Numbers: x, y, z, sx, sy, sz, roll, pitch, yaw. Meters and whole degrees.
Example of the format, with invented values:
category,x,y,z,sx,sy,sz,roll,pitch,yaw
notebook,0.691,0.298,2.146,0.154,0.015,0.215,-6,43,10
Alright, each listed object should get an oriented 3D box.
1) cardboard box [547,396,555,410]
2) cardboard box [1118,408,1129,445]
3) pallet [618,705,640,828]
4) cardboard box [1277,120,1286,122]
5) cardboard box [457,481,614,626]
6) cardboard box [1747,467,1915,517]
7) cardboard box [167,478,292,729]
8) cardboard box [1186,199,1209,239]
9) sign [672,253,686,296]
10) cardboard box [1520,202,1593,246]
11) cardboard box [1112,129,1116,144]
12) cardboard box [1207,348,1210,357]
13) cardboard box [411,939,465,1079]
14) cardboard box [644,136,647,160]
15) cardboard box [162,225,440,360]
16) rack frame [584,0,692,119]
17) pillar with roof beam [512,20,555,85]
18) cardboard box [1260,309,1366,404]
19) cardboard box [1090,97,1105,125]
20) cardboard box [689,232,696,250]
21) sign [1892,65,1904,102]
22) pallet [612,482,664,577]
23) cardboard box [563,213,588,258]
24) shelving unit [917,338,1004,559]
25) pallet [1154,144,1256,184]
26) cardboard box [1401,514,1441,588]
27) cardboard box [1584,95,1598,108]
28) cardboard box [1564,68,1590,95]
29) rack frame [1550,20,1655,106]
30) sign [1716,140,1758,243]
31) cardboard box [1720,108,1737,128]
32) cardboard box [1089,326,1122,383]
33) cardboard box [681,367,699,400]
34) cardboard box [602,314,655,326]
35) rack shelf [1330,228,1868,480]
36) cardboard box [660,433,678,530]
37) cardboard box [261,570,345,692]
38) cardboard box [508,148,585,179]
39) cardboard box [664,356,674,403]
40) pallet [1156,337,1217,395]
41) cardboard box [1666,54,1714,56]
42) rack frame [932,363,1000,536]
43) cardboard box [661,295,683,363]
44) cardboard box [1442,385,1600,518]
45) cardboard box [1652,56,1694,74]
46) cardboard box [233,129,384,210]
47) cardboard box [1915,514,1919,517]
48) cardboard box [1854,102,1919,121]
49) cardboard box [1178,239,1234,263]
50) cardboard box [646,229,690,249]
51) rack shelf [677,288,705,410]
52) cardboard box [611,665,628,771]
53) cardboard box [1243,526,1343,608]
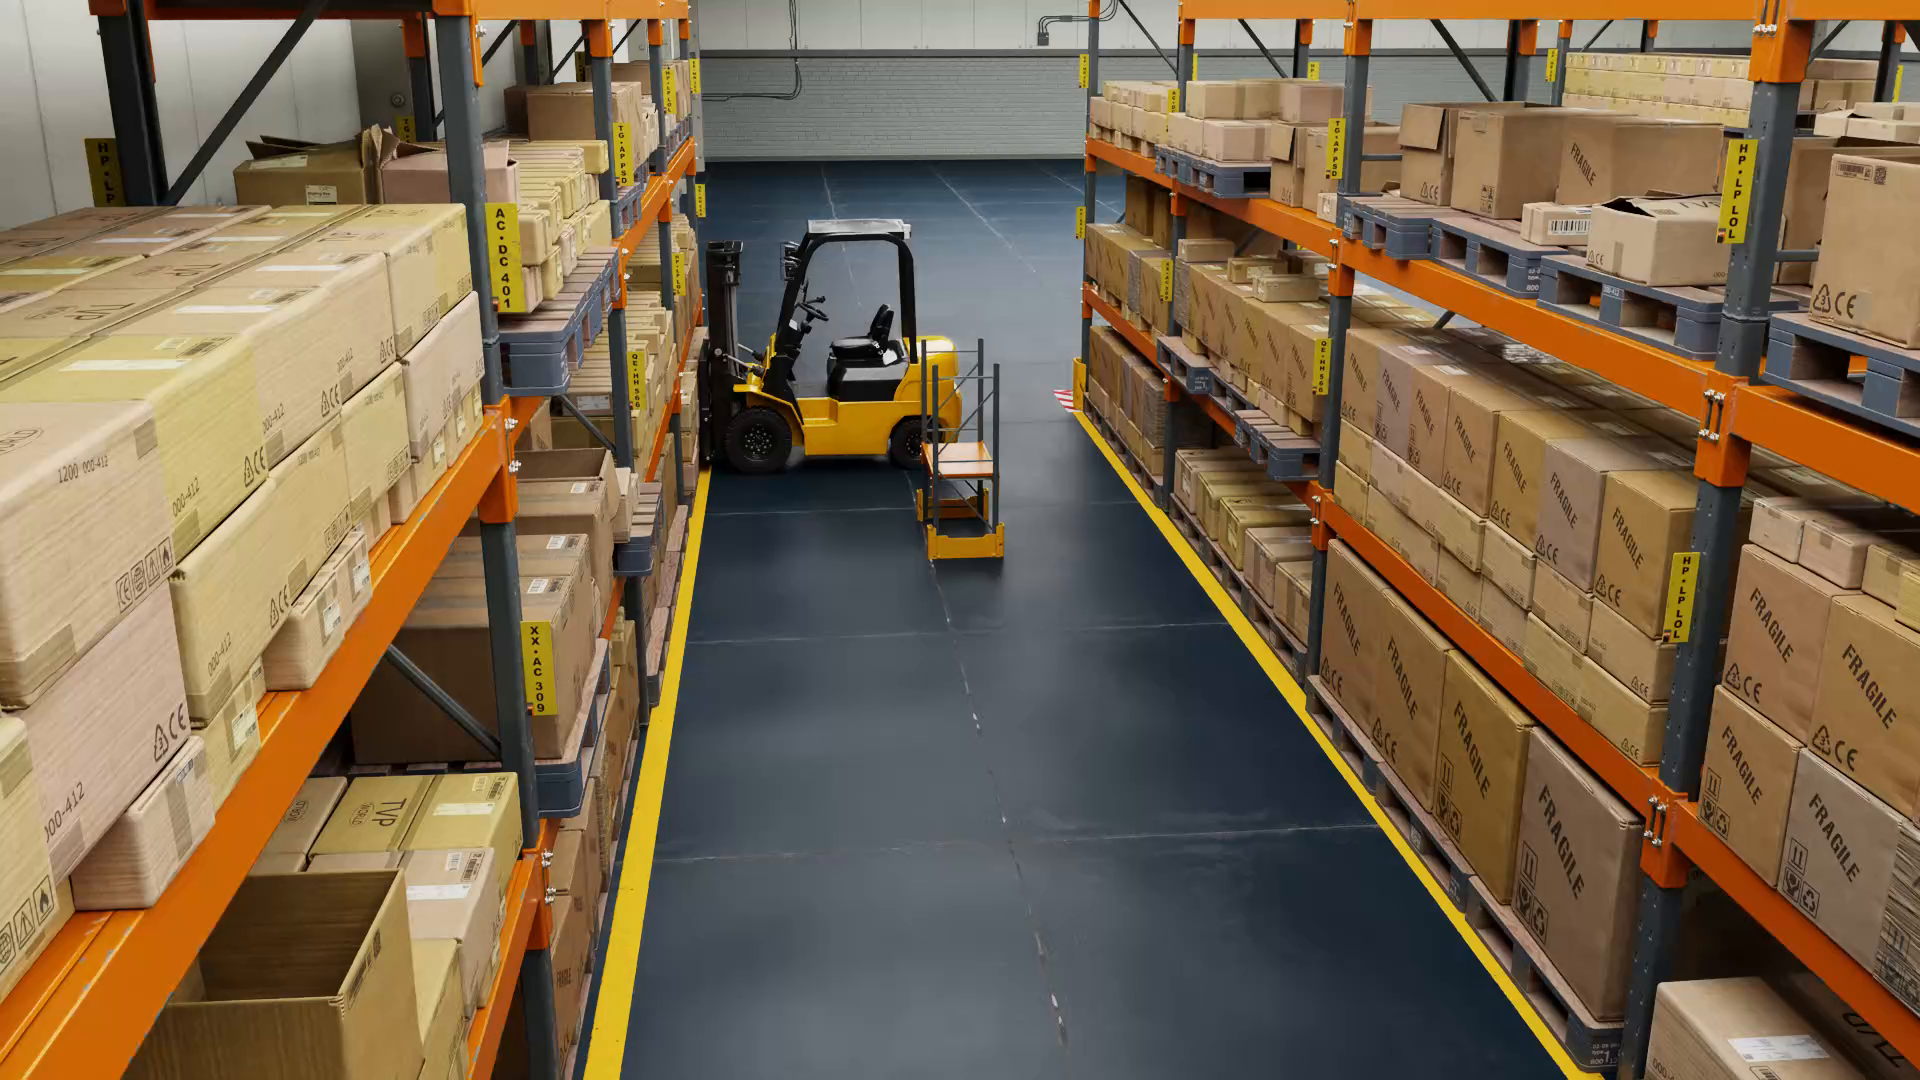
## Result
category,x,y,z,sx,sy,sz,roll,pitch,yaw
cardboard box,-2.699,-0.787,10.092,0.500,0.250,0.500,-2,18,-5
cardboard box,1.761,-1.055,15.420,0.500,0.250,0.500,-2,17,-5
pallet,-2.283,1.211,8.966,1.003,0.211,1.213,-2,18,-6
cardboard box,2.505,-2.776,11.554,0.500,0.250,0.500,-2,17,-5
cardboard box,-1.871,0.062,7.104,0.700,0.500,0.500,-2,18,-6
cardboard box,3.268,0.030,6.238,0.500,0.500,0.500,-2,17,-5
cardboard box,-1.384,0.095,2.612,0.500,0.250,0.500,-2,18,-7
cardboard box,2.342,-2.646,14.265,0.700,0.500,0.500,-2,18,-5
sign,-2.196,-2.069,12.958,0.100,0.325,0.005,-2,18,-6
cardboard box,2.683,-1.384,7.259,0.380,0.166,0.250,0,17,-1
cardboard box,1.660,-3.855,15.859,0.380,0.149,0.250,-2,18,-6
cardboard box,2.067,-1.438,12.468,0.380,0.149,0.250,-1,17,-2
cardboard box,-1.510,1.221,4.035,0.500,0.250,0.500,-2,18,-6
cardboard box,-2.240,-2.546,10.822,0.380,0.149,0.250,-2,18,-6
cardboard box,-1.557,-0.597,3.982,0.500,0.250,0.500,-2,18,-7
rack frame,-3.147,-5.588,15.954,1.000,3.000,0.127,-2,18,-6
pillar with roof beam,0.310,-5.486,15.628,9.100,9.000,0.400,-2,18,-6
cardboard box,2.227,-1.168,10.524,0.500,0.500,0.500,-2,18,-7
cardboard box,1.577,-4.224,16.370,0.500,0.250,0.500,-2,18,-7
cardboard box,-2.777,-2.913,16.199,0.380,0.149,0.250,-1,17,-5
sign,7.654,-3.719,13.620,0.100,0.325,0.005,-2,18,-6
pallet,-2.182,-0.051,8.653,1.213,0.211,1.003,-2,18,-6
cardboard box,-1.670,-1.192,6.509,0.380,0.149,0.250,-1,17,-4
shelving unit,-0.008,-0.738,13.025,0.587,1.500,1.083,-2,18,-6
pallet,2.160,-2.843,12.531,1.213,0.211,1.003,-2,18,-6
cardboard box,2.534,0.037,8.302,0.500,0.250,0.500,-1,17,-4
cardboard box,6.472,-4.360,16.602,0.380,0.149,0.250,-2,18,-5
cardboard box,6.497,-4.661,16.895,0.500,0.250,0.500,-2,18,-6
rack frame,6.703,-5.926,17.029,1.000,3.000,0.127,-2,18,-6
sign,2.489,-1.114,5.320,0.100,0.325,0.005,-2,18,-6
cardboard box,6.734,-3.605,14.195,0.380,0.149,0.250,-1,17,-5
cardboard box,1.601,-1.871,16.766,0.500,0.500,0.500,-2,18,-7
cardboard box,-2.578,-1.354,14.703,0.500,0.250,0.500,-1,17,-4
cardboard box,-2.337,-1.492,11.670,0.380,0.149,0.250,-2,18,-7
rack shelf,2.821,-0.989,7.513,1.077,0.370,4.000,-2,18,-6
cardboard box,-2.670,-0.447,12.855,0.875,0.625,0.625,-1,17,-3
cardboard box,-1.360,0.168,3.047,0.380,0.149,0.250,-2,18,-6
cardboard box,-1.992,-1.782,7.925,0.380,0.149,0.250,-2,18,-7
cardboard box,-2.365,-1.171,12.150,0.500,0.250,0.500,-2,18,-6
pallet,2.136,-1.365,12.838,1.003,0.211,1.213,-2,18,-6
cardboard box,7.154,-4.686,16.306,0.380,0.149,0.250,-1,17,-5
rack frame,0.044,-0.590,12.551,0.500,1.500,0.032,-2,18,-6
cardboard box,-2.521,-1.722,13.488,0.500,0.500,0.500,-2,18,-7
cardboard box,2.570,-0.415,7.654,0.500,0.500,0.500,-1,17,-5
cardboard box,6.604,-4.363,15.280,0.380,0.149,0.250,-2,17,-5
cardboard box,-2.009,-1.139,5.152,0.396,0.266,0.258,-2,18,-6
cardboard box,3.376,-0.058,5.434,0.380,0.149,0.250,-2,18,-7
cardboard box,7.347,-3.274,12.972,0.500,0.250,0.500,-2,17,-5
cardboard box,1.899,-2.237,12.848,0.380,0.149,0.250,-2,18,-6
cardboard box,-2.669,-2.748,15.175,0.380,0.149,0.250,-1,17,-5
rack shelf,-2.941,-1.787,15.062,1.077,0.370,4.000,-2,18,-6
cardboard box,-2.023,0.918,8.716,0.500,0.500,0.500,-2,18,-6
cardboard box,2.482,0.168,11.320,0.950,0.372,0.625,-2,18,-7
